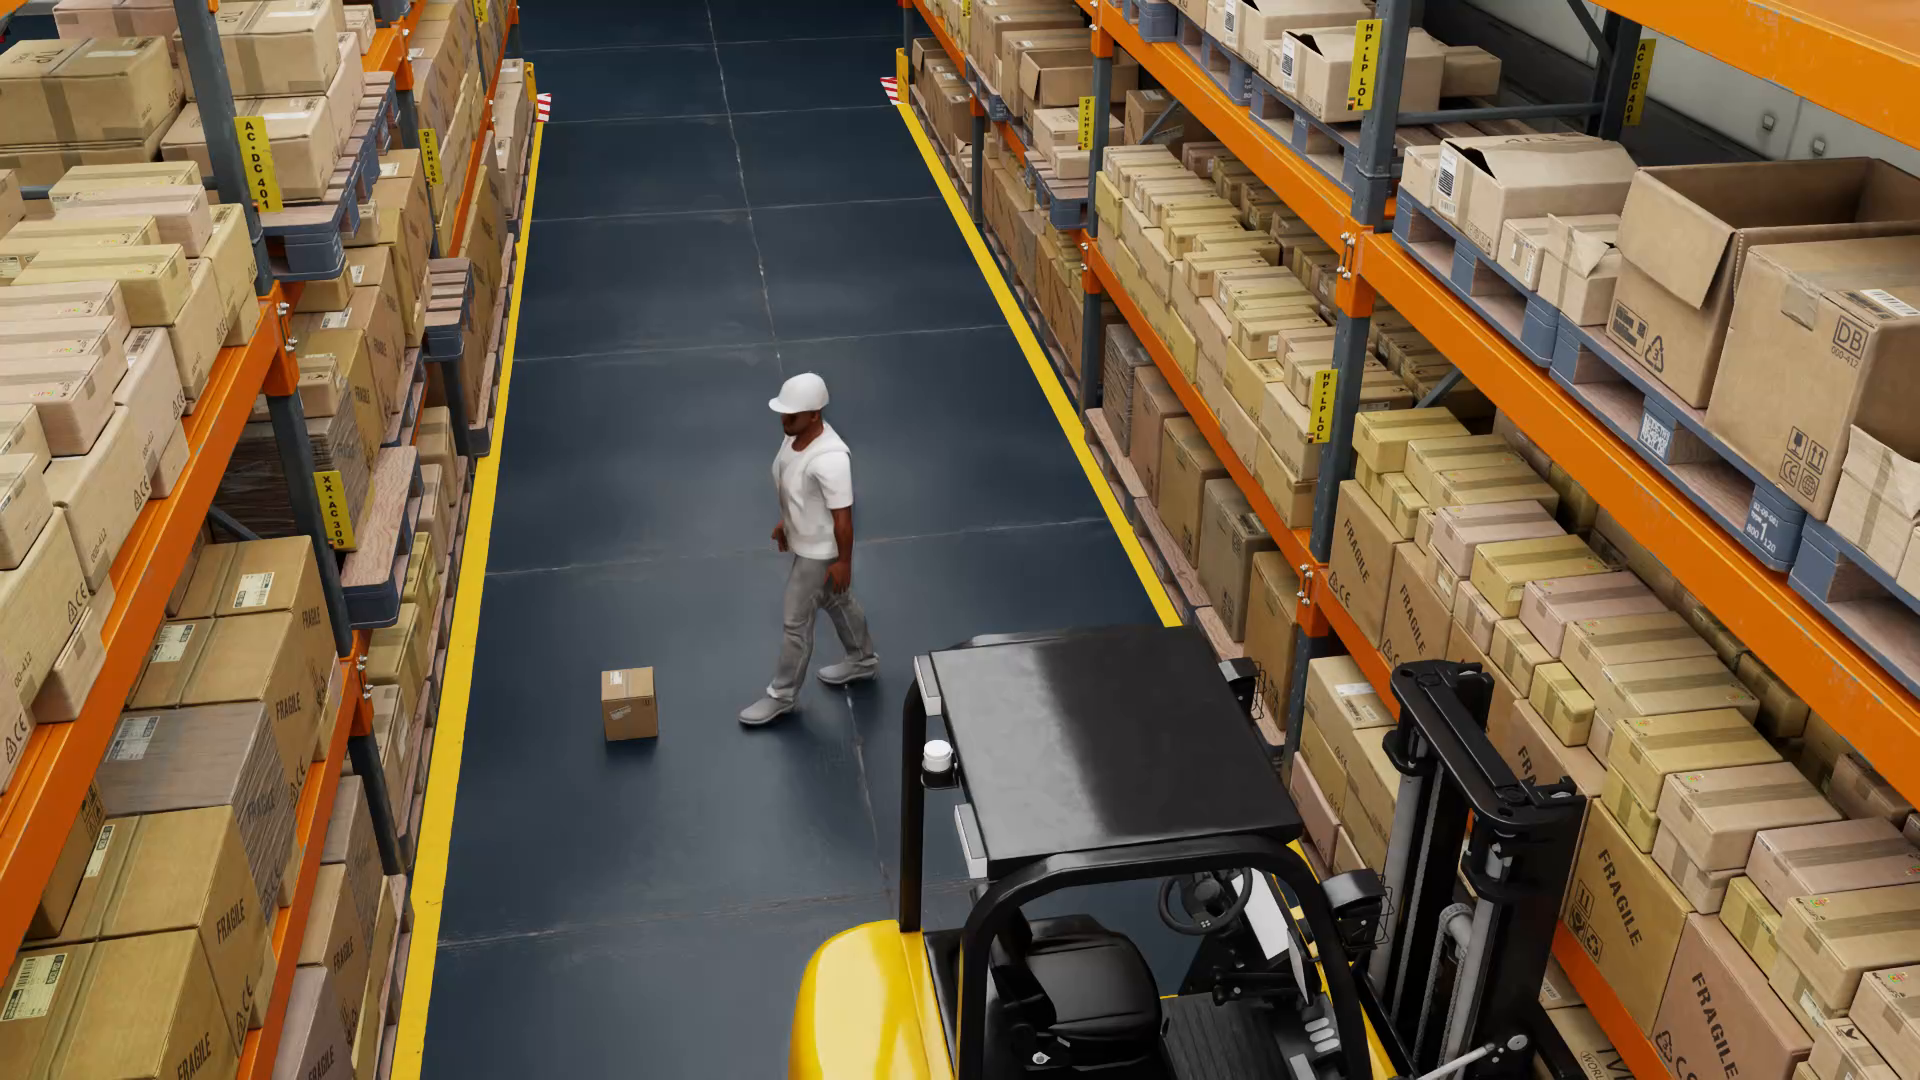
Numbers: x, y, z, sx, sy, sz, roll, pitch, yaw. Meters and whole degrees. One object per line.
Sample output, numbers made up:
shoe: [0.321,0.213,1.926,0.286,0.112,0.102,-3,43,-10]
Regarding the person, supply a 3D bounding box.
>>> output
person: [-0.785,0.007,8.070,0.783,1.746,0.589,-10,32,-16]
